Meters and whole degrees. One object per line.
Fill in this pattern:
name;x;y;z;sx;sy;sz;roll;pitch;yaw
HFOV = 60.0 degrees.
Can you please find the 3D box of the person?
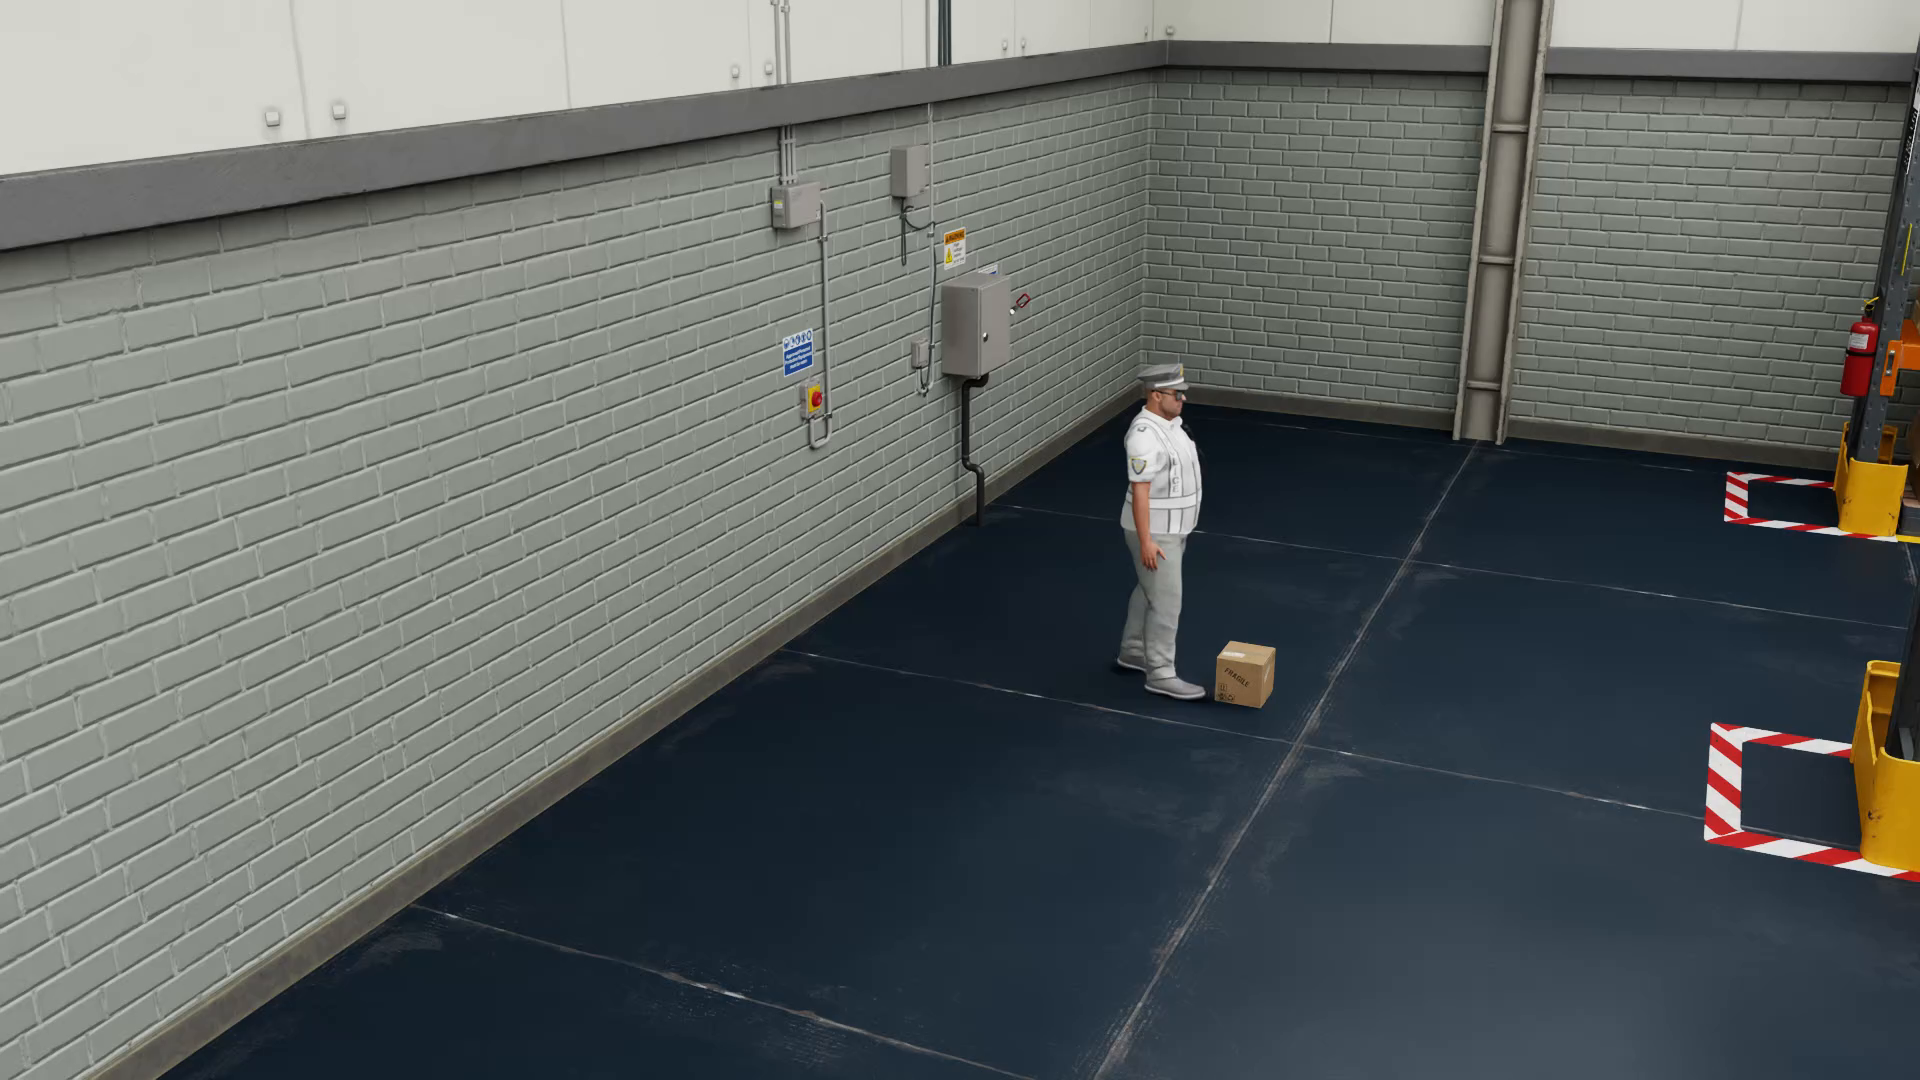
person;1.095;-0.061;8.725;0.560;1.770;0.540;9;21;24
